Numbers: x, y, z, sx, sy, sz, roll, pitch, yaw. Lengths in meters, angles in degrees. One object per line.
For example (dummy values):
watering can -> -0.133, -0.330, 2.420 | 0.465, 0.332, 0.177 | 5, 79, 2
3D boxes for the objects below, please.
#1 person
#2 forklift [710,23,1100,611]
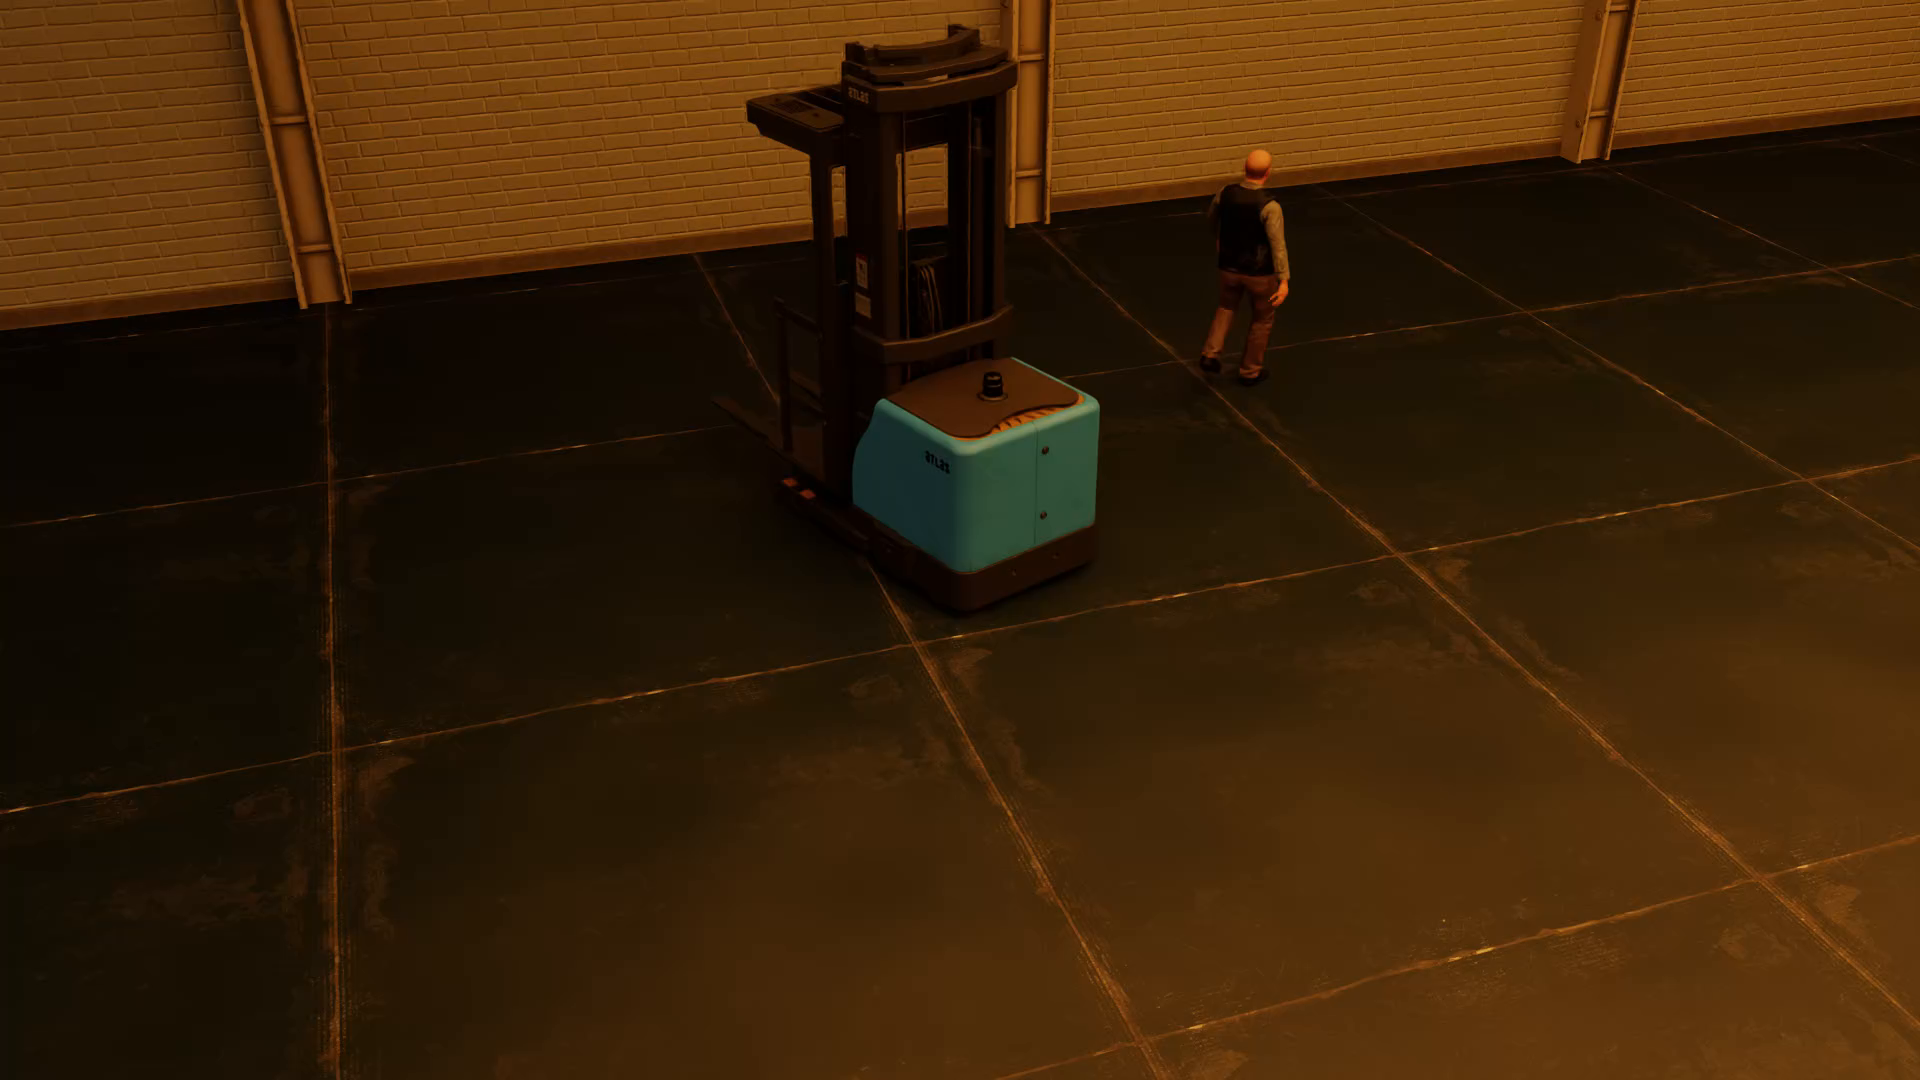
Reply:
person -> 2.003, -1.877, 11.584 | 0.771, 1.704, 0.581 | 21, 36, 32
forklift -> -0.504, -1.551, 9.783 | 1.130, 2.935, 3.031 | -21, 36, -32
